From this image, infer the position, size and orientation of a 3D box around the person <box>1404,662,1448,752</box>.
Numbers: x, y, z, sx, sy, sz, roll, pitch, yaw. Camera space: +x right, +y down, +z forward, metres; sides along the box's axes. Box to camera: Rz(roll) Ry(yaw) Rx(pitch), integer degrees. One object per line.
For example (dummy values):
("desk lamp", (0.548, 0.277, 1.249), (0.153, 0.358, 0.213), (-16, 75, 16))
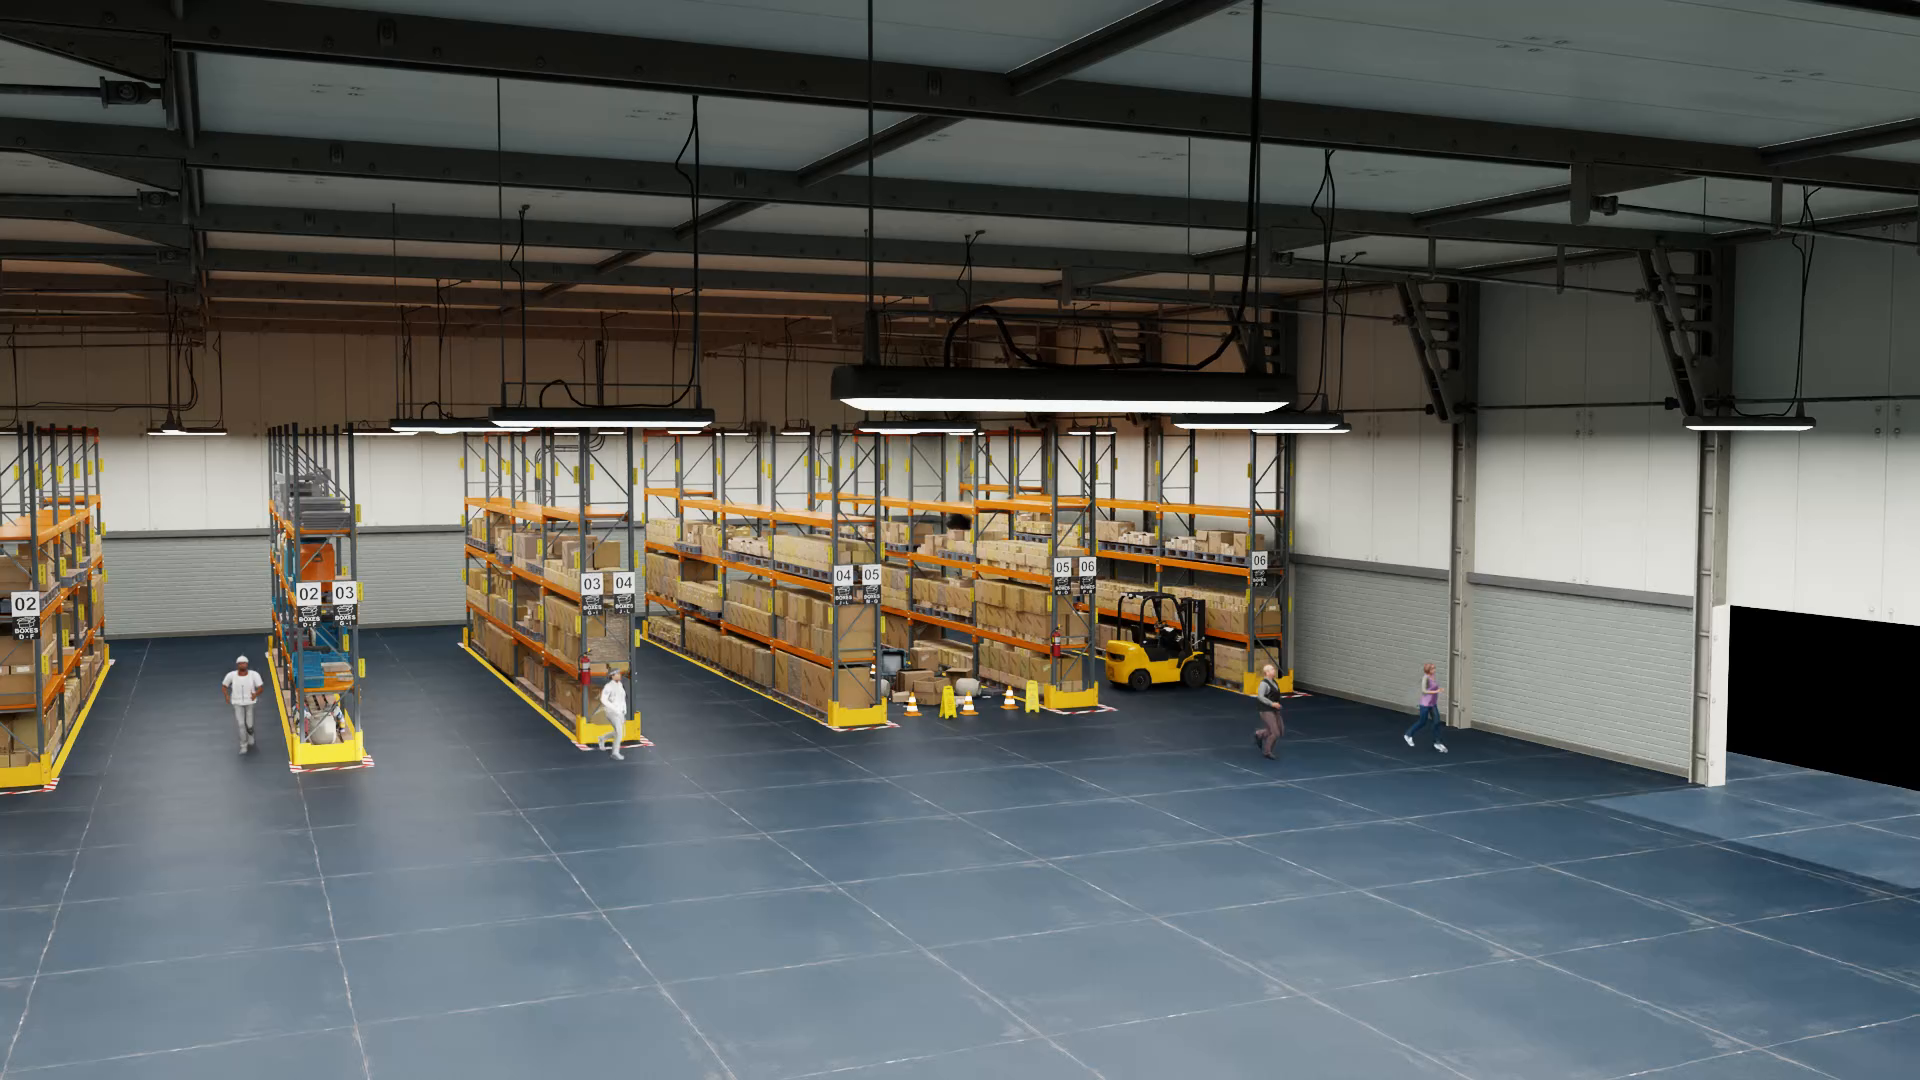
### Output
("person", (8.542, 3.039, 30.457), (0.837, 1.610, 0.558), (3, 5, 45))

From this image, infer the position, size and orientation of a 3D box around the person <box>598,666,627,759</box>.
("person", (-6.250, 3.093, 29.856), (0.582, 1.654, 0.659), (1, 4, 20))

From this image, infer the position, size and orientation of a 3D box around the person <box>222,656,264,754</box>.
("person", (-13.117, 2.990, 30.421), (0.707, 1.754, 0.777), (-1, 4, -22))

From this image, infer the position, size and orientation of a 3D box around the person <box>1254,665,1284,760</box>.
("person", (5.527, 3.073, 29.763), (0.597, 1.685, 0.691), (2, 4, 31))
